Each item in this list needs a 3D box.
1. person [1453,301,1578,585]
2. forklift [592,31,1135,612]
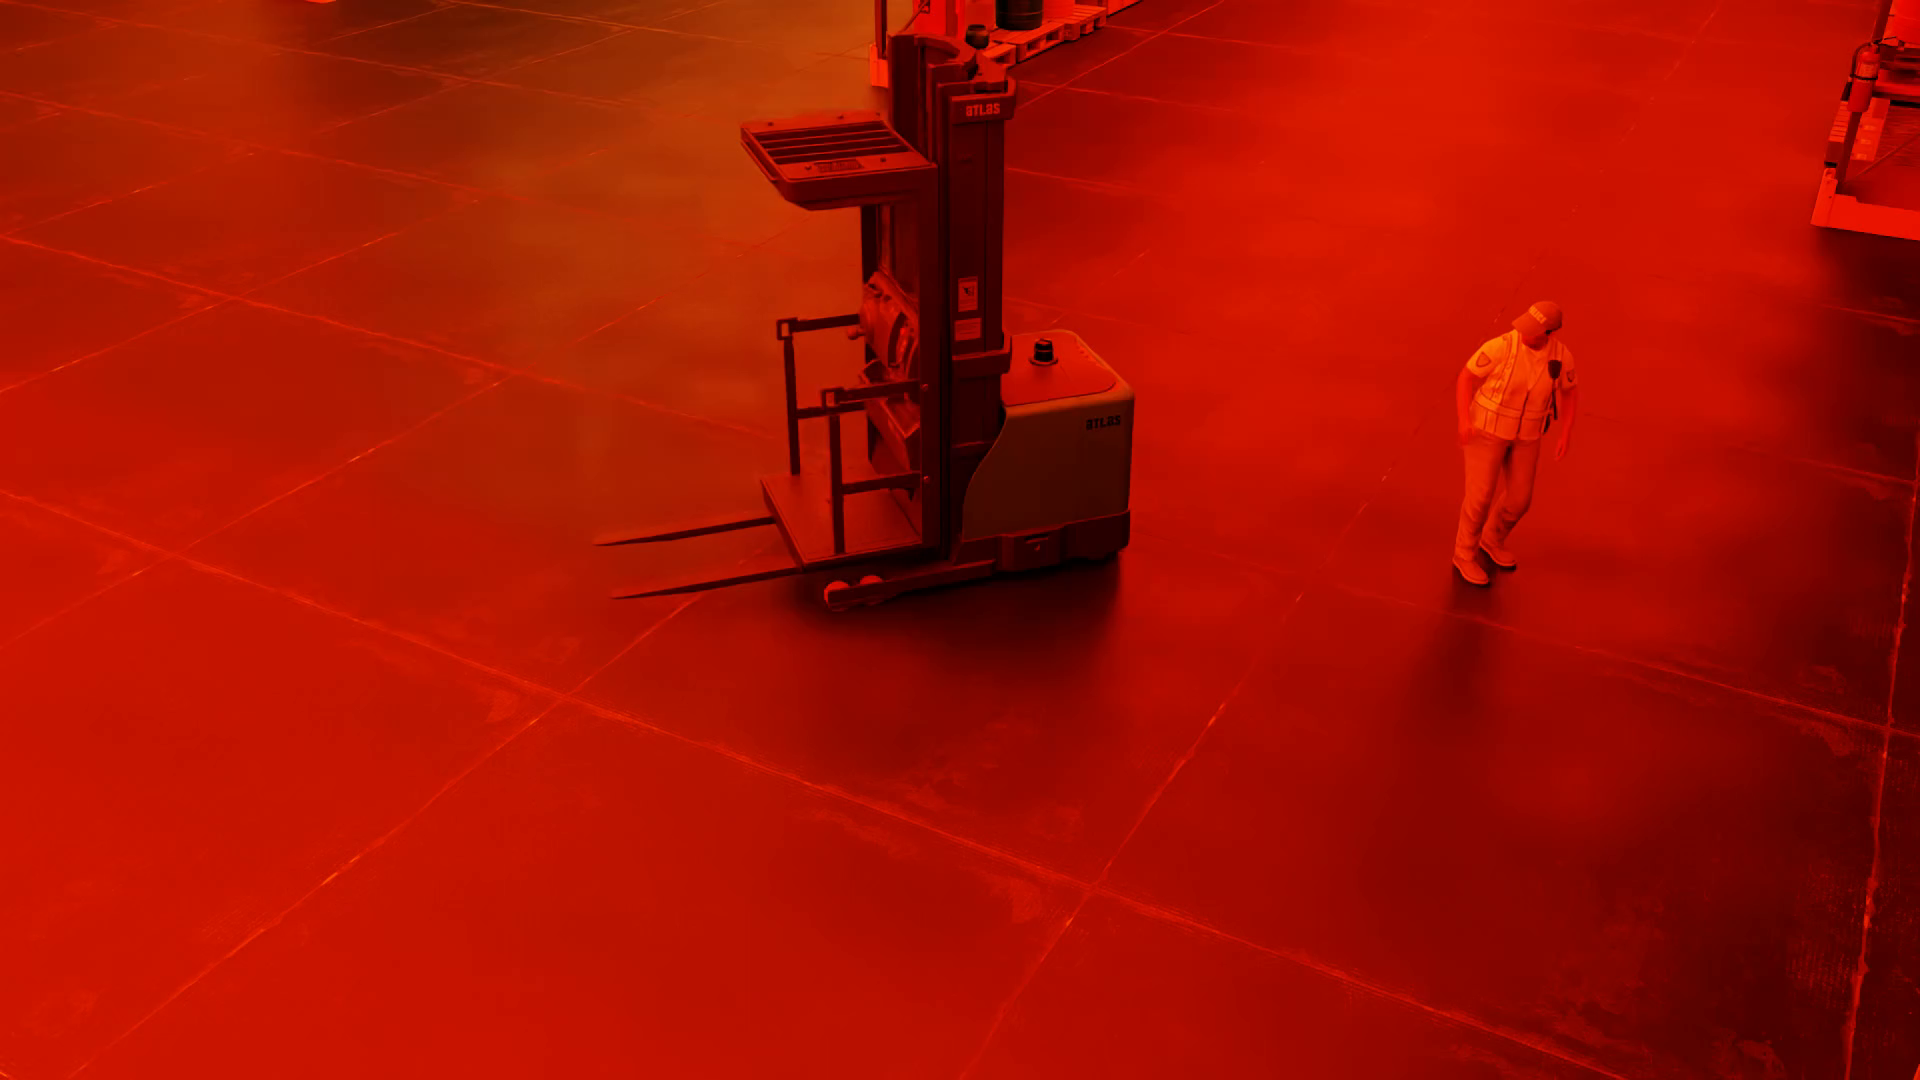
[{"bbox_3d":[3.132,-0.573,9.360,0.680,1.644,0.511,-3,30,-5],"label":"person"},{"bbox_3d":[-0.576,-1.167,9.092,3.031,2.935,1.130,-10,31,-16],"label":"forklift"}]
